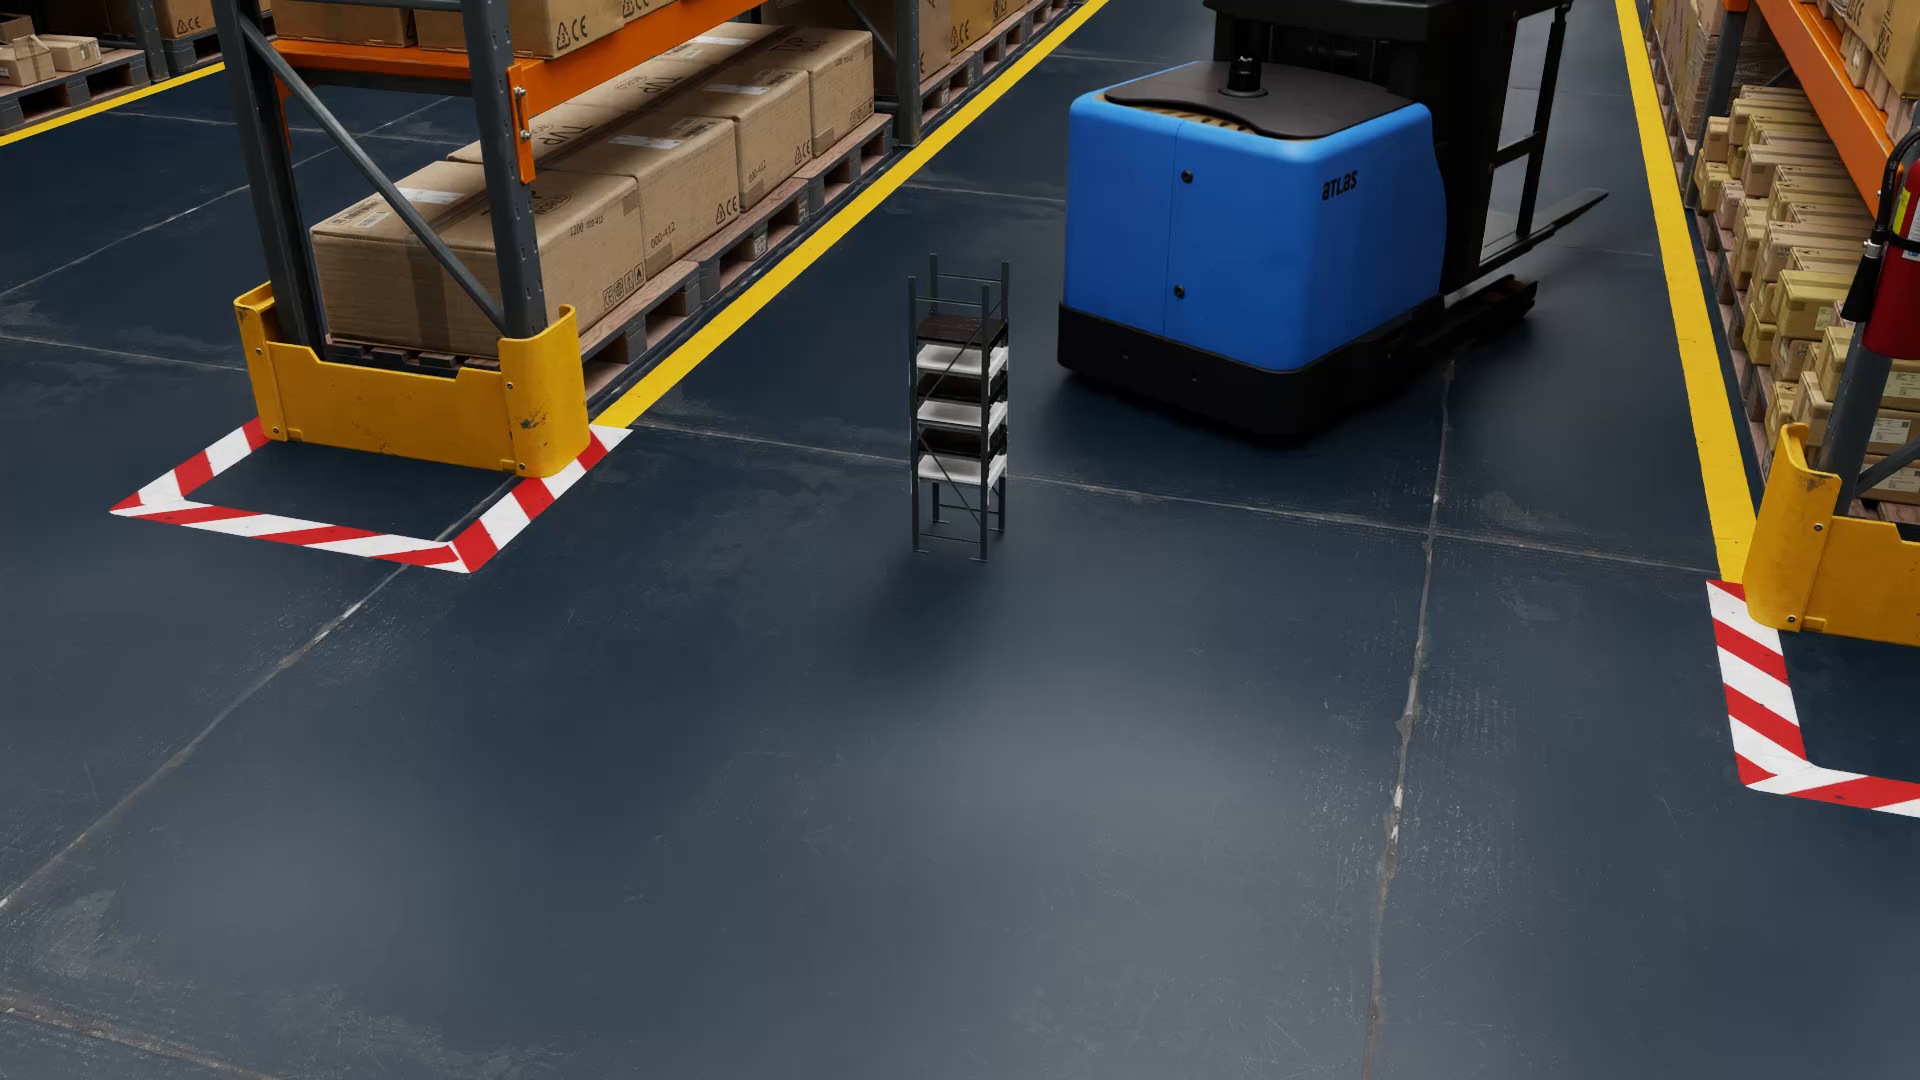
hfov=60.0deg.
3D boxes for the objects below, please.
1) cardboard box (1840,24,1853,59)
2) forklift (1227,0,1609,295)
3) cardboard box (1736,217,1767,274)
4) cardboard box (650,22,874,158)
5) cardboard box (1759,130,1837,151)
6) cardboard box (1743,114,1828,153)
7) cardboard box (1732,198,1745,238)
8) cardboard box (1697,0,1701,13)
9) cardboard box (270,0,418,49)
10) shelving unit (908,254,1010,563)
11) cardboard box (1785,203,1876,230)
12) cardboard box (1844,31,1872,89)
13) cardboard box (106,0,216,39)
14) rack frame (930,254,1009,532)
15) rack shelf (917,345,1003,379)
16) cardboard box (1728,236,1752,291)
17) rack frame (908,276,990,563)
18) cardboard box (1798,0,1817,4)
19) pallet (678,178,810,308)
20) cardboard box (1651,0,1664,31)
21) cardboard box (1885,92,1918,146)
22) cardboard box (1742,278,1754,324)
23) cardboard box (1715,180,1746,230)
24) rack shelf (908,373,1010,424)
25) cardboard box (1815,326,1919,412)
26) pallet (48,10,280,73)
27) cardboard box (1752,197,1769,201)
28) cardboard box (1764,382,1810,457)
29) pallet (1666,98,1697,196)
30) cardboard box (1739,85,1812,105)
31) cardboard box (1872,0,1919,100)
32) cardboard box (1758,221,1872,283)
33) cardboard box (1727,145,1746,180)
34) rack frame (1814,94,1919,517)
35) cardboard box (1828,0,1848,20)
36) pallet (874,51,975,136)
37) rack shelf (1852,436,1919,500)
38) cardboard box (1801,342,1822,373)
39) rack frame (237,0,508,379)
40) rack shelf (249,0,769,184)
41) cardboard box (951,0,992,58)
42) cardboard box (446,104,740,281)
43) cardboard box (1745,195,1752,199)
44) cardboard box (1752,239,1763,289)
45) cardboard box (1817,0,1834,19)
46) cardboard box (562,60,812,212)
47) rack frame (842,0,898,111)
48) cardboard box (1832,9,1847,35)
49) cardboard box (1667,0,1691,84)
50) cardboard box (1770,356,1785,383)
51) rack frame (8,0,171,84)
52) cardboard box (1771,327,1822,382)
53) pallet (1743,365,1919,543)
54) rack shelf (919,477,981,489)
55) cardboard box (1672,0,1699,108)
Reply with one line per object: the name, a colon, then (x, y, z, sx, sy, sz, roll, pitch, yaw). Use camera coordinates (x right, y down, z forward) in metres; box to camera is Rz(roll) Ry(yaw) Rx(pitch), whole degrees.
cardboard box: (3.027, -1.576, 5.256, 0.380, 0.149, 0.250, 7, 30, 13)
forklift: (-1.198, -3.980, 7.046, 7.407, 5.209, 9.711, 24, 37, 36)
cardboard box: (3.195, -1.111, 6.357, 0.380, 0.149, 0.250, 9, 30, 15)
cardboard box: (-0.999, -2.331, 8.558, 0.875, 0.438, 0.875, 8, 30, 14)
cardboard box: (3.531, -1.582, 6.898, 0.380, 0.149, 0.250, 8, 30, 14)
cardboard box: (3.585, -1.707, 7.121, 0.392, 0.149, 0.269, 10, 30, 17)
cardboard box: (3.507, -1.326, 7.050, 0.380, 0.149, 0.250, 8, 30, 14)
cardboard box: (4.190, -2.922, 8.785, 0.500, 0.250, 0.500, 10, 31, 17)
cardboard box: (-1.998, -1.990, 5.639, 0.500, 0.500, 0.500, 9, 30, 15)
shelving unit: (5.652, -3.954, 8.194, 8.426, 4.047, 12.137, 8, 30, 15)
cardboard box: (15.729, -10.700, 14.693, 18.148, 8.504, 30.398, 7, 30, 13)
cardboard box: (2.921, -1.458, 5.043, 0.380, 0.149, 0.250, 9, 30, 16)
cardboard box: (-5.101, -3.534, 10.656, 0.500, 0.500, 0.500, 10, 31, 17)
rack frame: (0.027, -0.437, 5.109, 0.240, 0.900, 0.006, 8, 30, 15)
rack shelf: (5.662, -4.218, 8.049, 8.407, 3.443, 12.128, 8, 30, 15)
cardboard box: (3.293, -1.089, 6.623, 0.380, 0.149, 0.250, 8, 30, 14)
rack frame: (-0.032, -0.342, 4.940, 0.240, 0.900, 0.006, 8, 30, 15)
cardboard box: (3.313, -2.070, 6.144, 0.380, 0.149, 0.250, 10, 31, 17)
pallet: (-1.367, -1.414, 7.574, 1.003, 0.211, 1.213, 8, 30, 15)
cardboard box: (1.953, -3.419, 8.815, 4.865, 2.090, 5.455, 9, 30, 16)
cardboard box: (2.701, -1.107, 4.413, 0.380, 0.149, 0.250, 9, 30, 15)
cardboard box: (3.143, -0.850, 6.192, 0.380, 0.149, 0.250, 9, 30, 16)
cardboard box: (3.534, -1.452, 7.274, 0.380, 0.149, 0.250, 8, 30, 15)
rack shelf: (-0.002, -0.439, 4.997, 0.258, 0.077, 0.200, 8, 30, 15)
cardboard box: (2.788, -0.505, 4.960, 0.380, 0.149, 0.250, 9, 30, 15)
pallet: (-5.256, -3.415, 11.171, 1.003, 0.211, 1.213, 8, 30, 15)
cardboard box: (3.426, -1.330, 6.751, 0.380, 0.149, 0.250, 10, 31, 17)
cardboard box: (2.809, -0.371, 5.332, 0.380, 0.149, 0.250, 9, 30, 16)
pallet: (4.276, -2.027, 8.677, 1.003, 0.211, 1.213, 8, 30, 15)
cardboard box: (3.750, -1.951, 7.560, 0.380, 0.149, 0.250, 10, 31, 17)
cardboard box: (2.761, -1.444, 4.352, 0.500, 0.500, 0.500, 9, 30, 16)
cardboard box: (3.034, -0.996, 5.843, 0.380, 0.149, 0.250, 10, 31, 17)
cardboard box: (3.648, -1.698, 7.412, 0.380, 0.149, 0.250, 9, 30, 15)
rack frame: (2.875, -1.025, 4.007, 1.000, 3.000, 0.127, 8, 30, 15)
cardboard box: (3.057, -1.920, 5.207, 0.500, 0.500, 0.500, 9, 30, 15)
pallet: (-0.558, -2.694, 9.876, 1.003, 0.211, 1.213, 8, 30, 15)
rack shelf: (2.878, -1.024, 4.006, 0.949, 2.616, 0.053, 8, 30, 15)
cardboard box: (2.885, -0.492, 5.244, 0.380, 0.149, 0.250, 8, 30, 14)
rack frame: (-1.890, -1.685, 5.193, 0.949, 2.616, 0.053, 8, 30, 15)
rack shelf: (-1.299, -2.299, 7.038, 1.077, 0.370, 4.000, 8, 30, 15)
cardboard box: (-0.349, -3.519, 10.243, 0.875, 0.875, 0.875, 9, 30, 16)
cardboard box: (-1.528, -1.496, 7.057, 0.875, 0.438, 0.875, 9, 30, 16)
cardboard box: (3.529, -1.455, 6.974, 0.380, 0.149, 0.250, 7, 30, 12)
cardboard box: (3.141, -0.979, 6.120, 0.380, 0.149, 0.250, 10, 31, 17)
cardboard box: (3.279, -1.939, 5.908, 0.380, 0.149, 0.250, 10, 31, 17)
cardboard box: (-1.261, -1.914, 7.810, 0.875, 0.438, 0.875, 8, 30, 13)
rack frame: (-0.716, -3.544, 8.535, 0.949, 2.616, 0.053, 8, 30, 15)
cardboard box: (3.225, -1.819, 5.692, 0.380, 0.149, 0.250, 9, 30, 16)
cardboard box: (4.331, -2.831, 9.393, 0.500, 0.500, 0.500, 8, 30, 14)
cardboard box: (3.029, -0.598, 5.740, 0.380, 0.149, 0.250, 9, 30, 15)
rack frame: (-5.459, -4.250, 9.804, 1.000, 3.000, 0.127, 8, 30, 15)
cardboard box: (2.908, -0.620, 5.474, 0.380, 0.149, 0.250, 7, 30, 13)
pallet: (3.170, -0.214, 5.418, 1.003, 0.211, 1.213, 8, 30, 15)
rack shelf: (-0.002, -0.216, 5.121, 0.199, 0.015, 0.184, 8, 30, 15)
cardboard box: (4.177, -2.593, 8.965, 0.500, 0.500, 0.500, 8, 30, 14)
